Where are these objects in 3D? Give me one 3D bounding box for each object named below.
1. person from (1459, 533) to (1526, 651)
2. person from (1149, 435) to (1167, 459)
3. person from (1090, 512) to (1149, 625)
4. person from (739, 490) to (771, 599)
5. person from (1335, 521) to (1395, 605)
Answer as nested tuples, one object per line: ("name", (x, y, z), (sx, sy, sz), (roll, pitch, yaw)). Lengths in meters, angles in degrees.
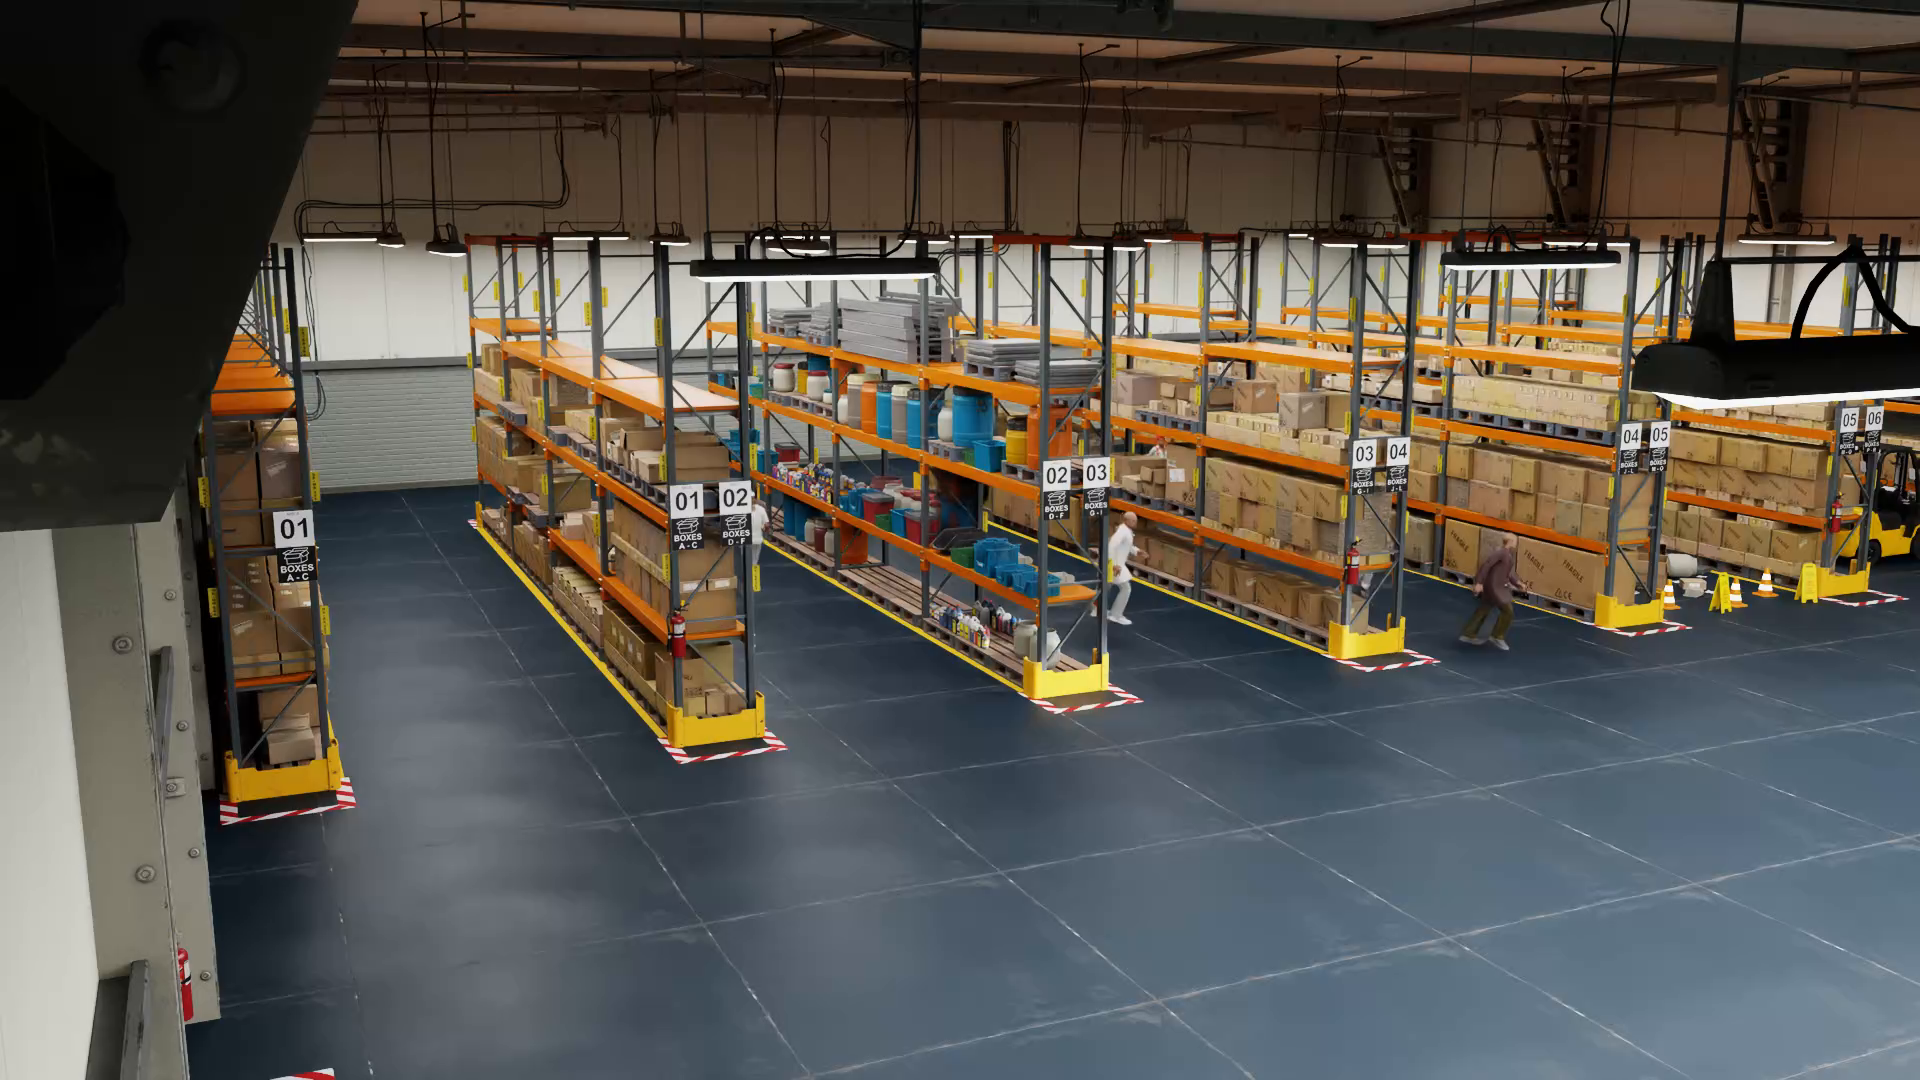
("person", (7.959, 0.736, 24.788), (0.907, 1.745, 0.644), (4, 12, 20))
("person", (4.343, -1.426, 35.722), (0.652, 1.740, 0.767), (-4, 12, -22))
("person", (2.413, 0.415, 25.125), (0.872, 1.751, 0.731), (1, 11, 4))
("person", (-3.373, 0.082, 26.739), (0.710, 1.813, 0.673), (-5, 12, -25))
("person", (6.684, 0.267, 27.471), (0.632, 1.543, 1.129), (-6, 13, -29))
